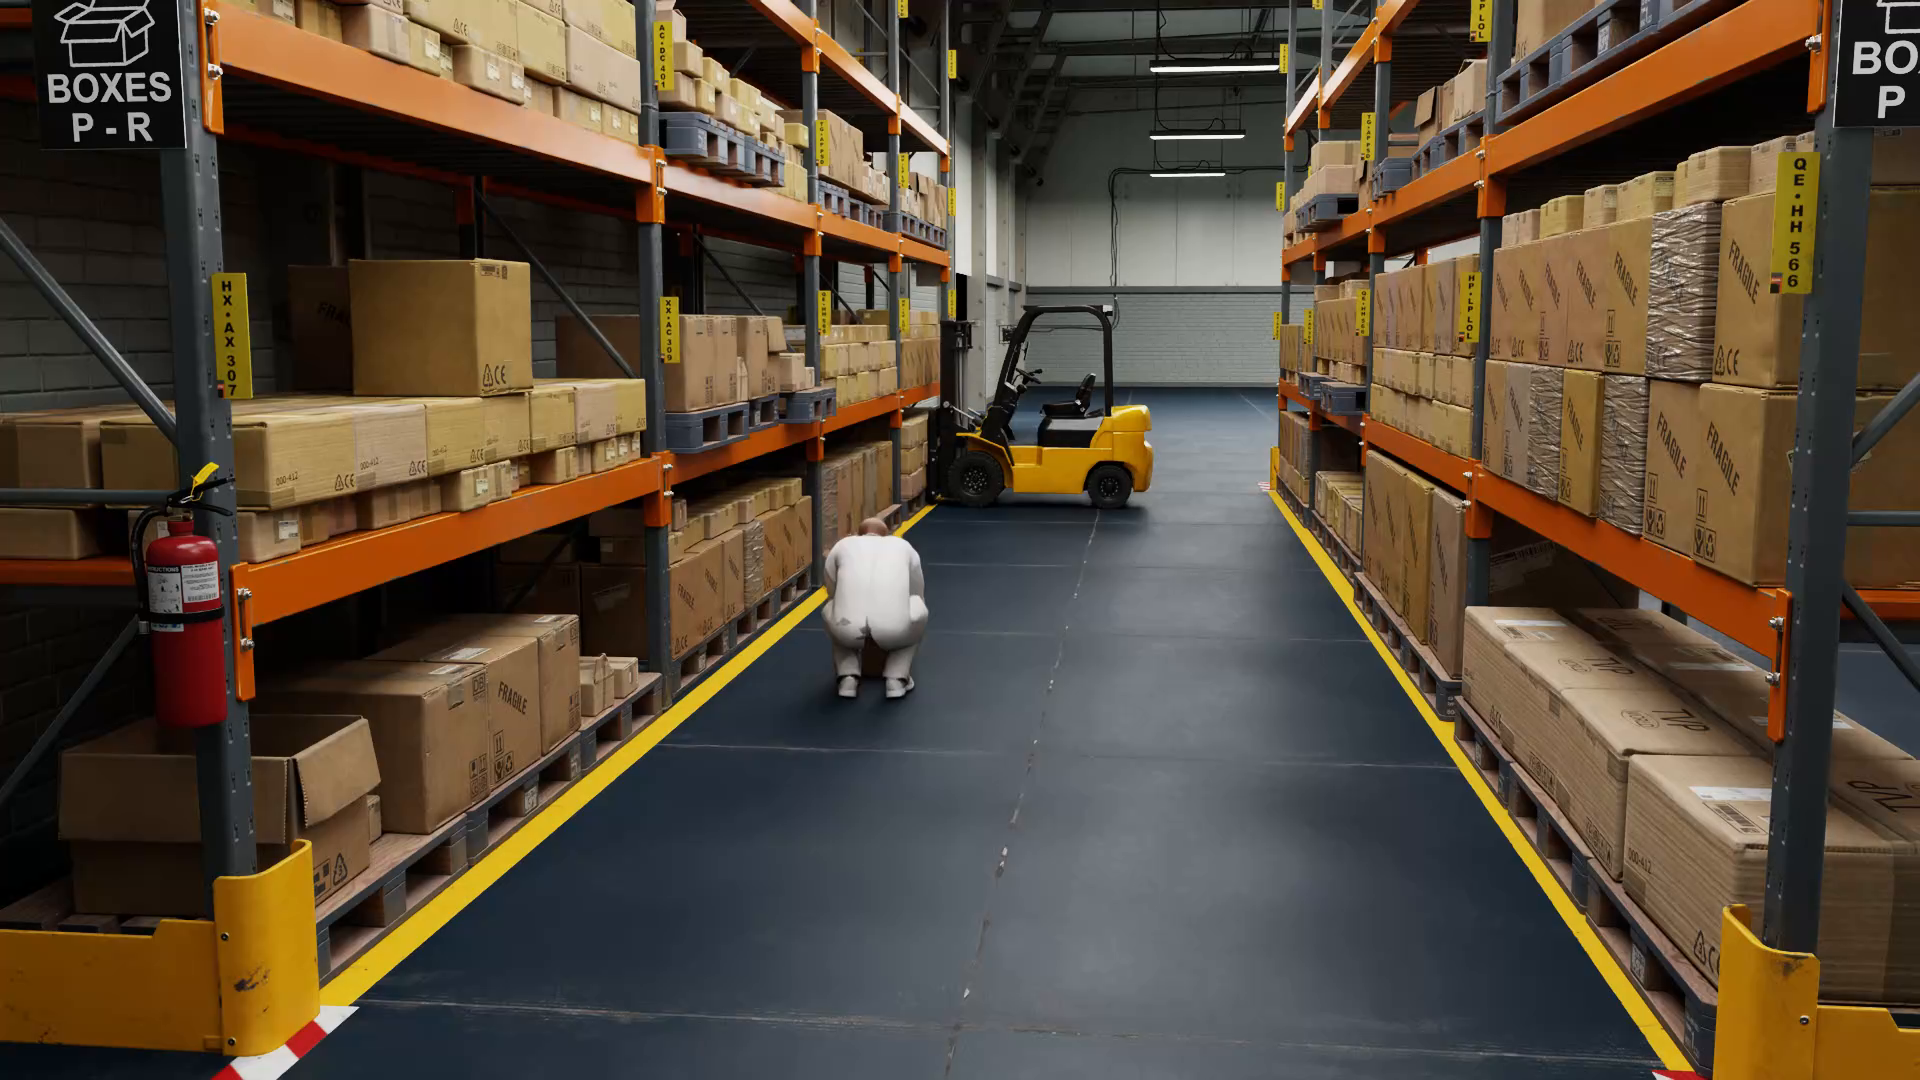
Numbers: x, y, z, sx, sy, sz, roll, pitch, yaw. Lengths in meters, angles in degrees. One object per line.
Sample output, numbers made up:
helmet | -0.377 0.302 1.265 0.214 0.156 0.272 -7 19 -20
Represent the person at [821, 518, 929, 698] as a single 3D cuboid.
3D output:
person | -0.461 0.358 9.029 0.601 0.894 0.911 1 7 5
